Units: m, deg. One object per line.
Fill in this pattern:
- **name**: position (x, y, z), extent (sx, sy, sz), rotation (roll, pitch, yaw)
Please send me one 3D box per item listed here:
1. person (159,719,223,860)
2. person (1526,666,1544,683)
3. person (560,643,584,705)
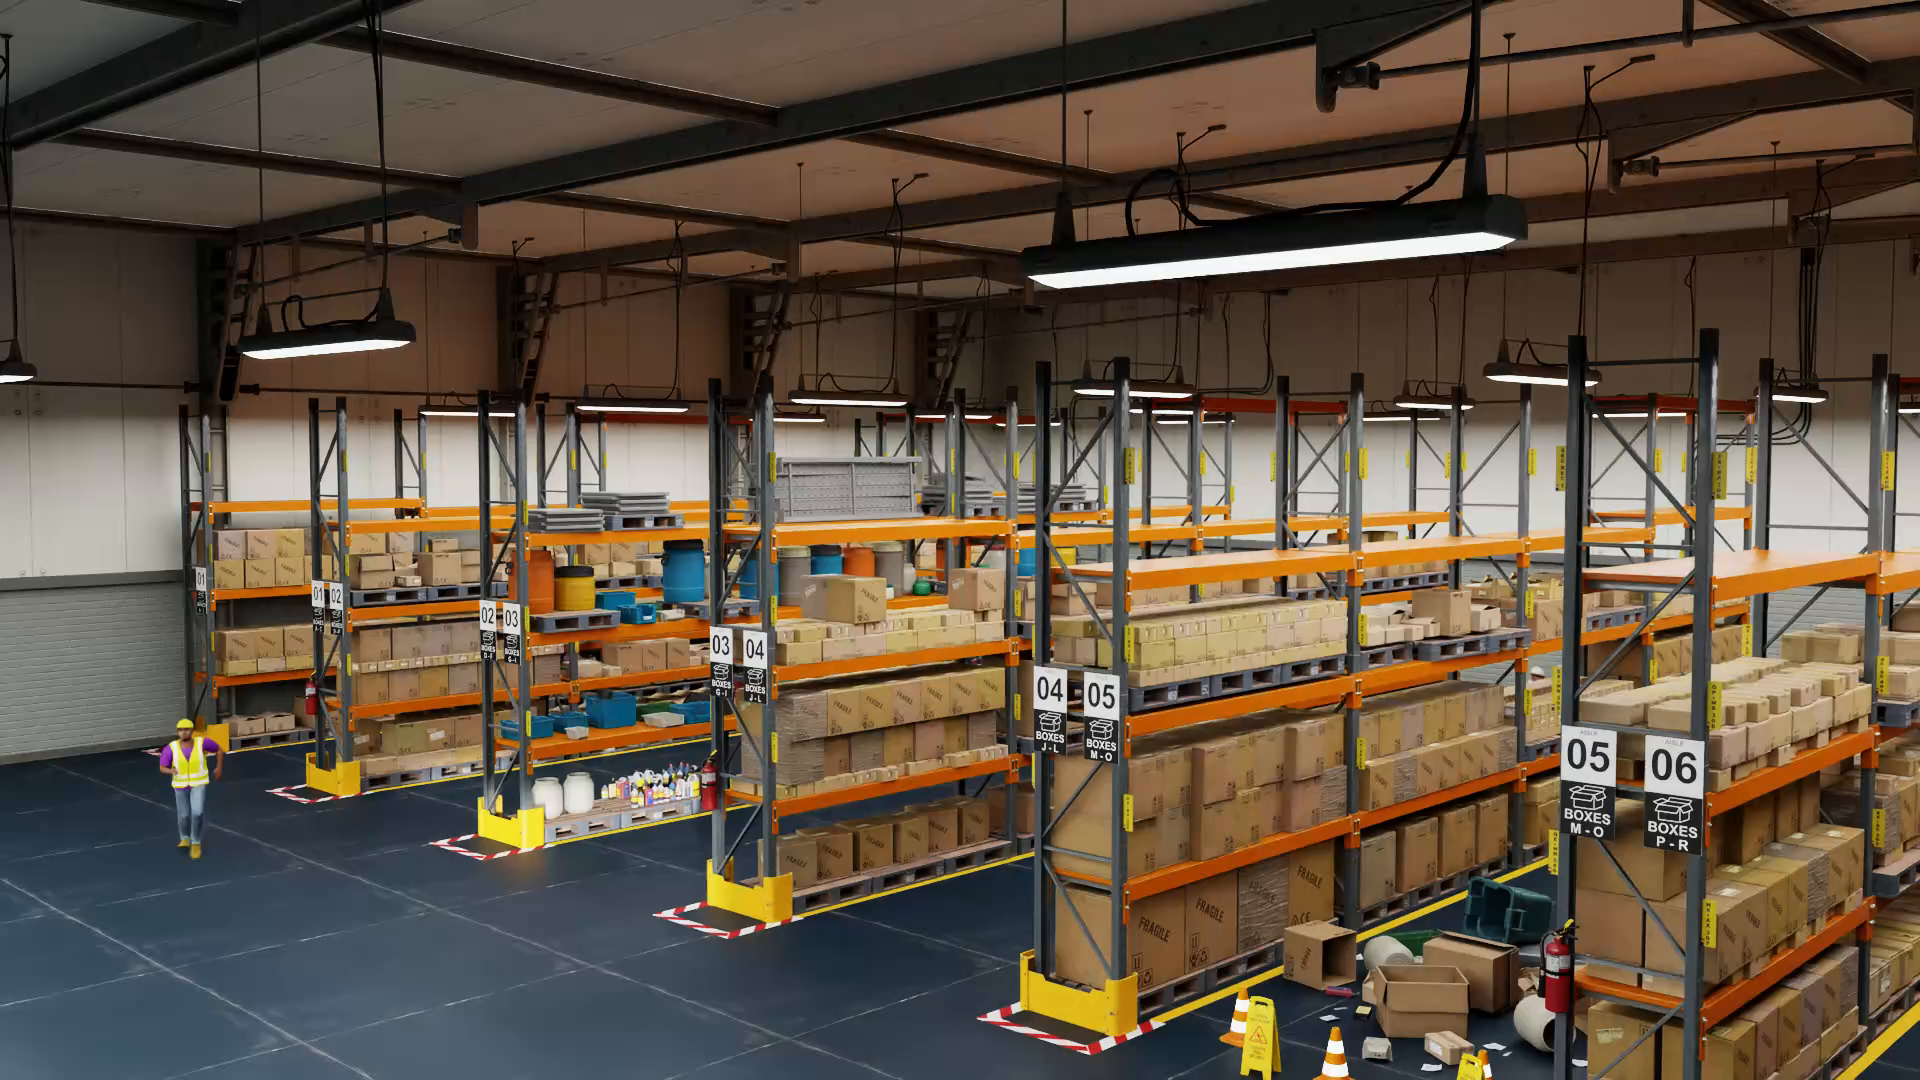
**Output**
- **person**: position (-9.827, 3.165, 21.253), extent (0.709, 1.791, 0.878), rotation (-1, 3, -17)
- **person**: position (9.179, 2.900, 26.379), extent (0.601, 1.818, 0.907), rotation (2, 4, 39)
- **person**: position (-7.370, 2.716, 31.495), extent (0.534, 1.561, 0.576), rotation (2, 3, 29)
